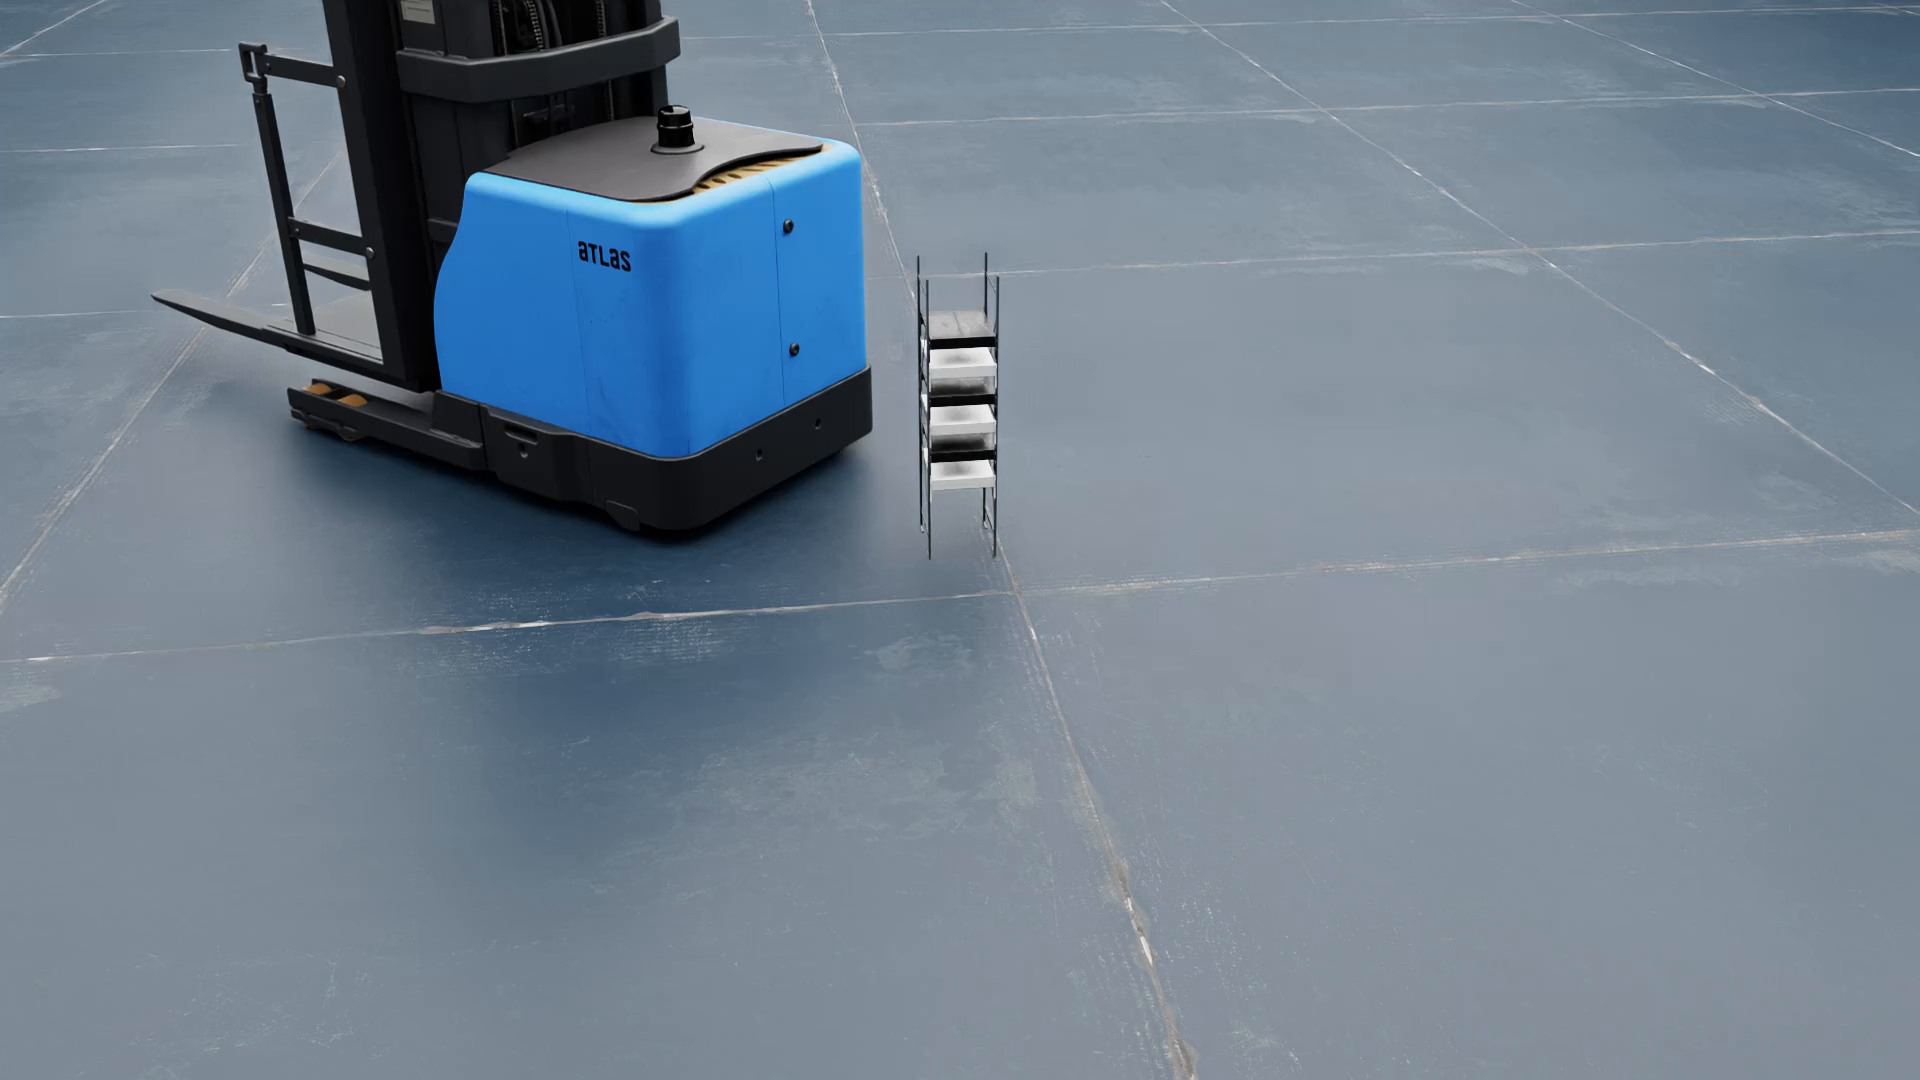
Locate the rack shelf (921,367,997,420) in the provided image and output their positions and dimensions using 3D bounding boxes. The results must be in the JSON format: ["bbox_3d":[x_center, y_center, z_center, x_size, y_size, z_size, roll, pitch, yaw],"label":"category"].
[{"bbox_3d":[-0.008,-0.450,5.018,0.200,0.077,0.258,-4,27,-7],"label":"rack shelf"}]

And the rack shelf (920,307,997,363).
[{"bbox_3d":[-0.008,-0.610,4.936,0.200,0.077,0.258,-4,27,-7],"label":"rack shelf"}]

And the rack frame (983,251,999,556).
[{"bbox_3d":[0.093,-0.406,5.056,0.006,0.900,0.240,-4,27,-7],"label":"rack frame"}]

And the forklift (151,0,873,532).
[{"bbox_3d":[-1.815,-1.835,5.615,3.031,2.935,1.130,17,32,30],"label":"forklift"}]

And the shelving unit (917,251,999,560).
[{"bbox_3d":[-0.008,-0.400,5.044,0.210,0.900,0.258,-4,27,-7],"label":"shelving unit"}]

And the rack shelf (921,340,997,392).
[{"bbox_3d":[-0.008,-0.530,4.977,0.200,0.077,0.258,-4,27,-7],"label":"rack shelf"}]

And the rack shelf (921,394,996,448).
[{"bbox_3d":[-0.008,-0.370,5.059,0.200,0.077,0.258,-4,27,-7],"label":"rack shelf"}]

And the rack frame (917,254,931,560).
[{"bbox_3d":[-0.109,-0.393,5.031,0.006,0.900,0.240,-4,27,-7],"label":"rack frame"}]

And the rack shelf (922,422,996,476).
[{"bbox_3d":[-0.008,-0.290,5.100,0.200,0.077,0.258,-4,27,-7],"label":"rack shelf"}]

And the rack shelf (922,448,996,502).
[{"bbox_3d":[-0.008,-0.210,5.141,0.200,0.077,0.258,-4,27,-7],"label":"rack shelf"}]
